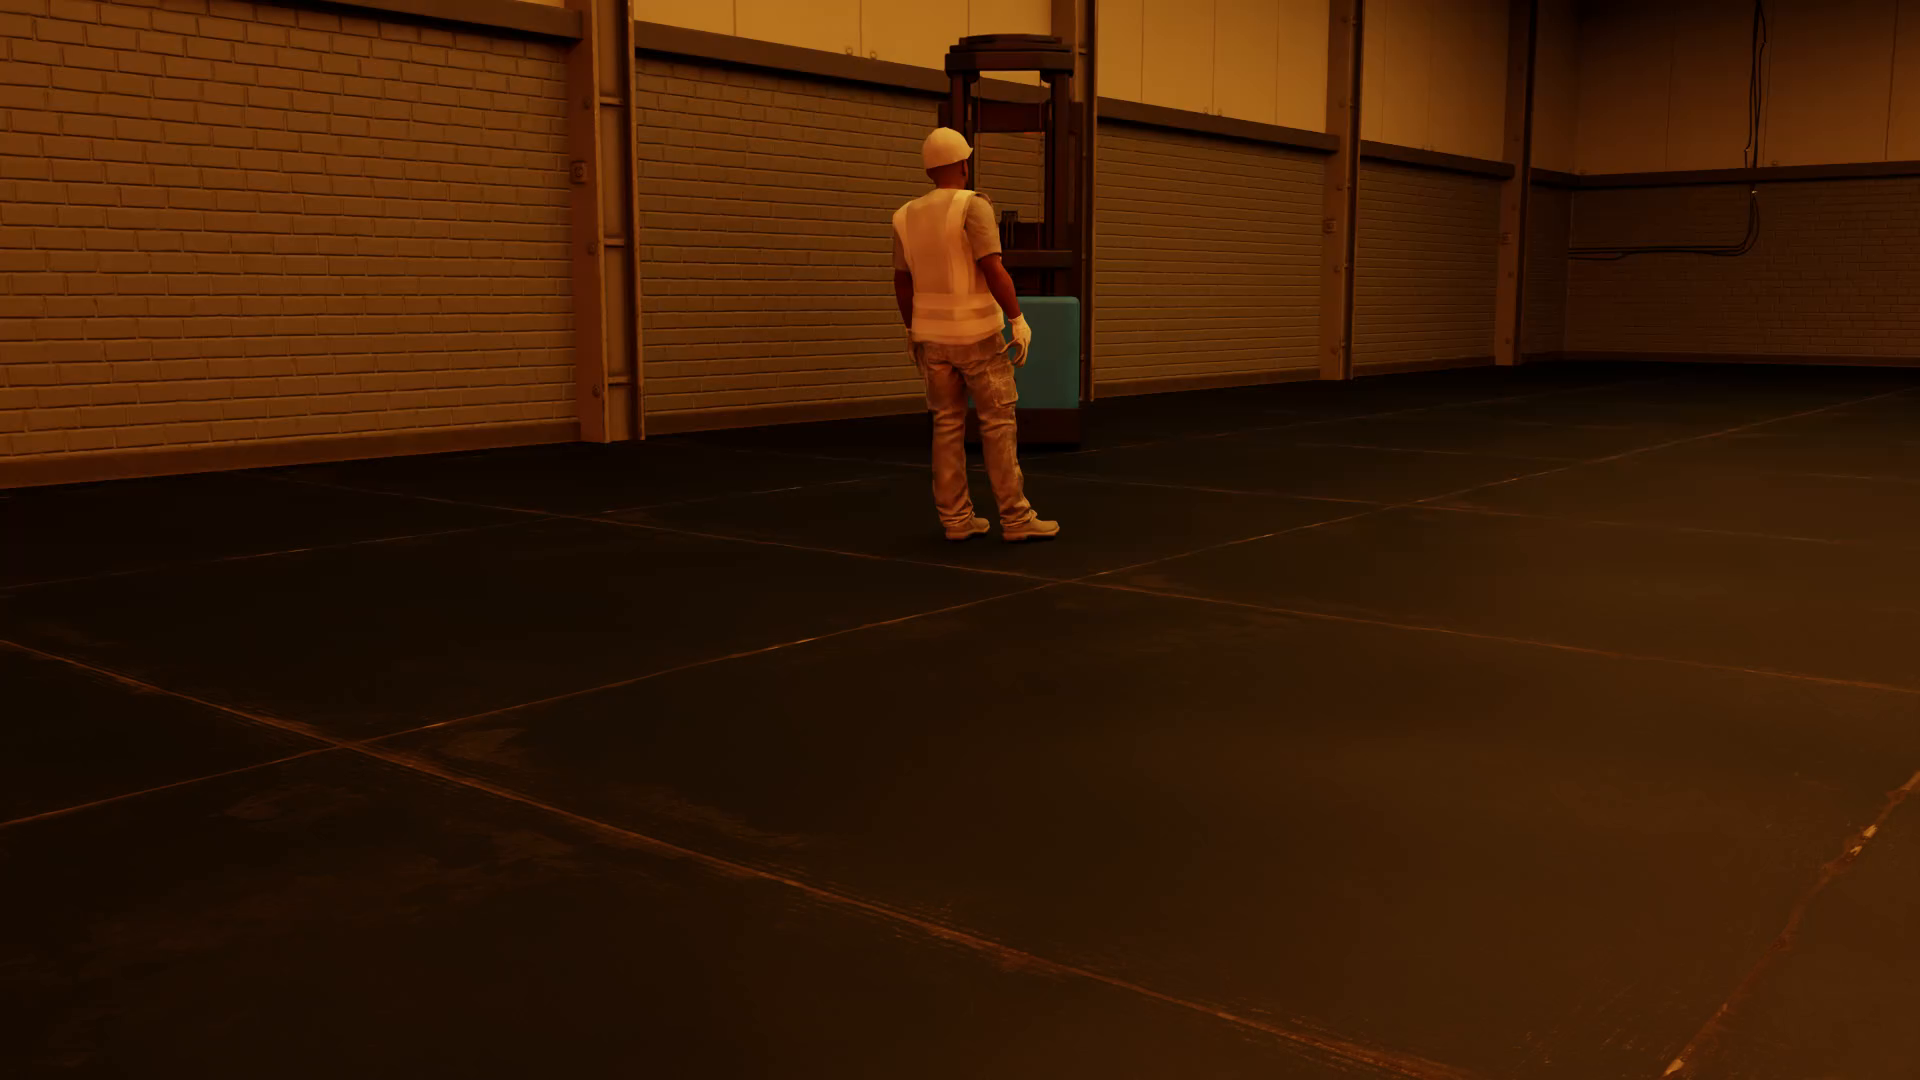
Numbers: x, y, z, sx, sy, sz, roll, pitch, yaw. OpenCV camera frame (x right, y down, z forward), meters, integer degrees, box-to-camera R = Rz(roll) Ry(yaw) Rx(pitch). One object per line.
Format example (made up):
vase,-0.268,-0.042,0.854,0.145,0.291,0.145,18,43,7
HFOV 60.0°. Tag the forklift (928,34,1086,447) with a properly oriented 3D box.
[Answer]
forklift,0.392,-2.265,12.763,1.130,2.935,3.031,0,8,3

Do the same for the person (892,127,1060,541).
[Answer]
person,0.052,-0.897,7.326,0.657,1.785,0.574,7,11,38
